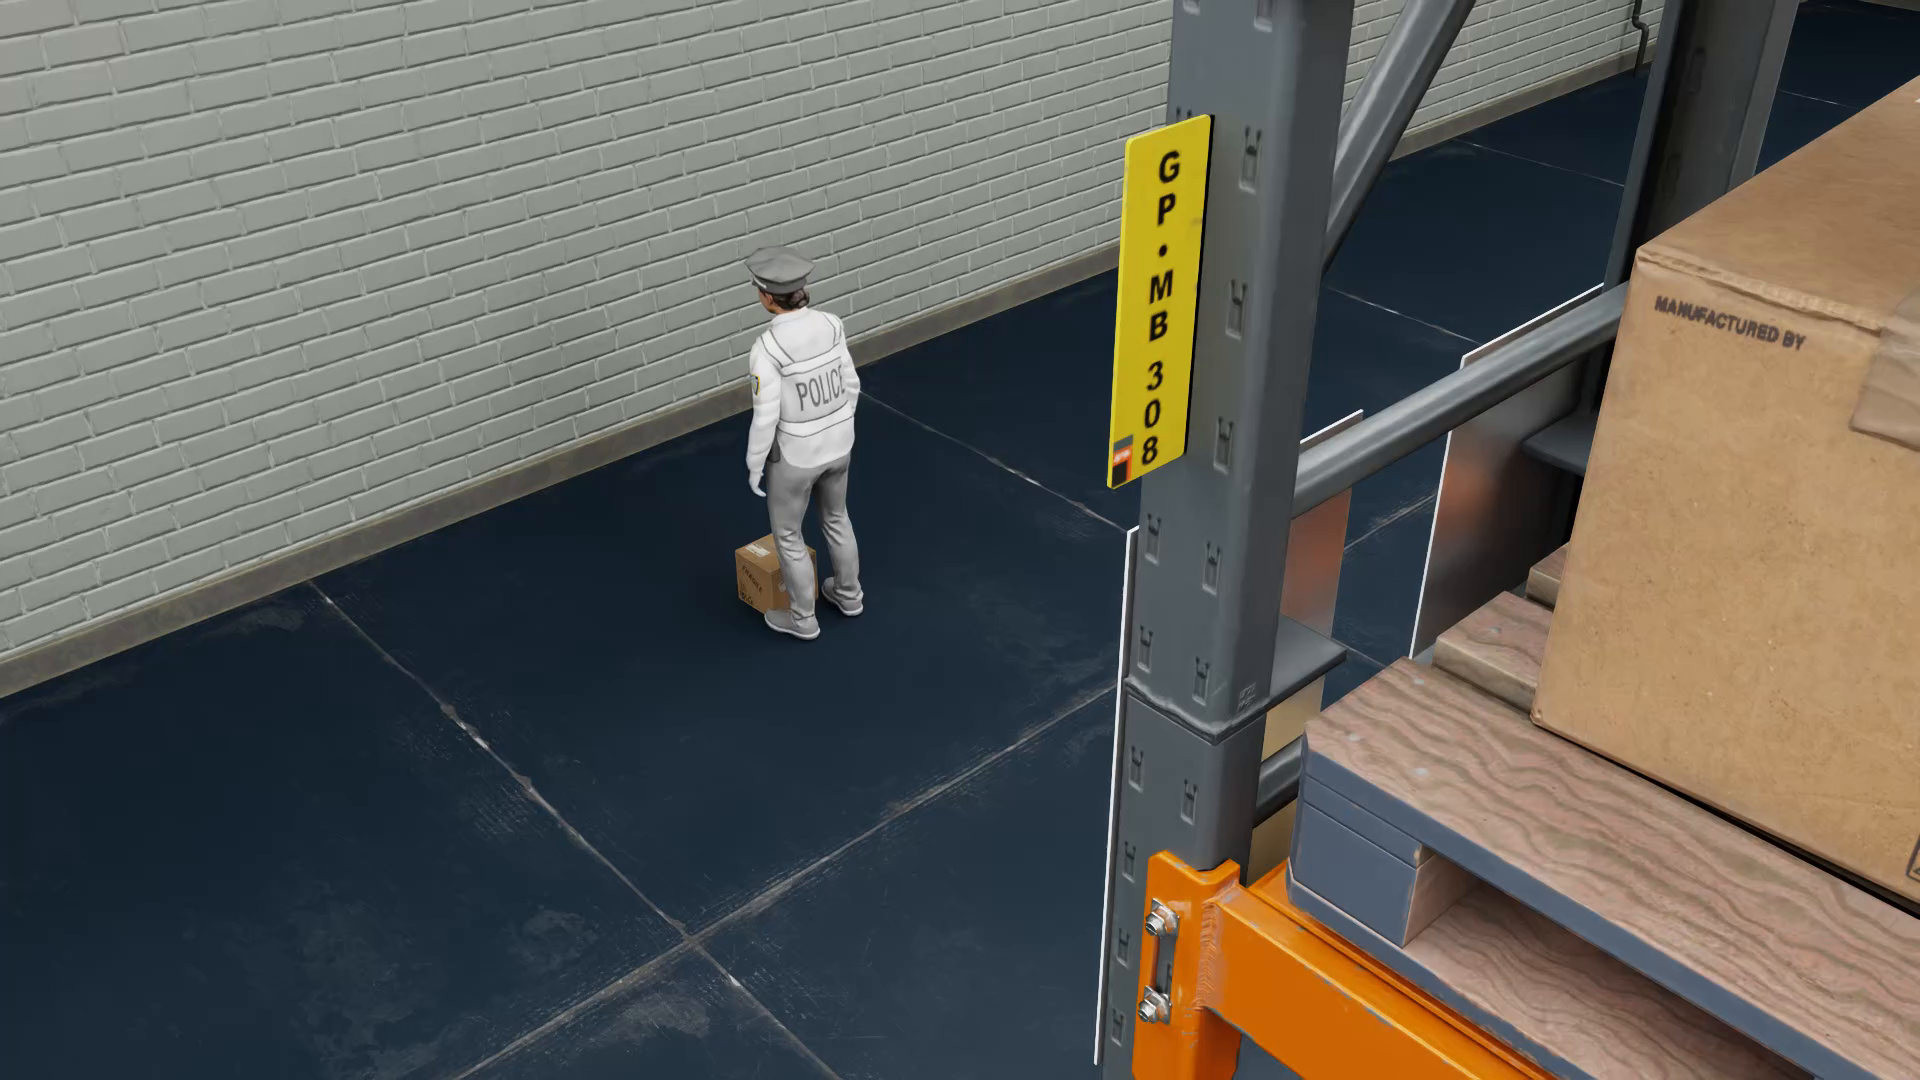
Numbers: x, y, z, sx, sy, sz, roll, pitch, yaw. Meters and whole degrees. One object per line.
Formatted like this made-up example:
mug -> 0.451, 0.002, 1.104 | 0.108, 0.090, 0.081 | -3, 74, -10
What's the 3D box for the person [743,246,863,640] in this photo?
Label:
person -> -0.632, -0.358, 6.707 | 0.538, 1.663, 0.378 | -27, 41, -36
